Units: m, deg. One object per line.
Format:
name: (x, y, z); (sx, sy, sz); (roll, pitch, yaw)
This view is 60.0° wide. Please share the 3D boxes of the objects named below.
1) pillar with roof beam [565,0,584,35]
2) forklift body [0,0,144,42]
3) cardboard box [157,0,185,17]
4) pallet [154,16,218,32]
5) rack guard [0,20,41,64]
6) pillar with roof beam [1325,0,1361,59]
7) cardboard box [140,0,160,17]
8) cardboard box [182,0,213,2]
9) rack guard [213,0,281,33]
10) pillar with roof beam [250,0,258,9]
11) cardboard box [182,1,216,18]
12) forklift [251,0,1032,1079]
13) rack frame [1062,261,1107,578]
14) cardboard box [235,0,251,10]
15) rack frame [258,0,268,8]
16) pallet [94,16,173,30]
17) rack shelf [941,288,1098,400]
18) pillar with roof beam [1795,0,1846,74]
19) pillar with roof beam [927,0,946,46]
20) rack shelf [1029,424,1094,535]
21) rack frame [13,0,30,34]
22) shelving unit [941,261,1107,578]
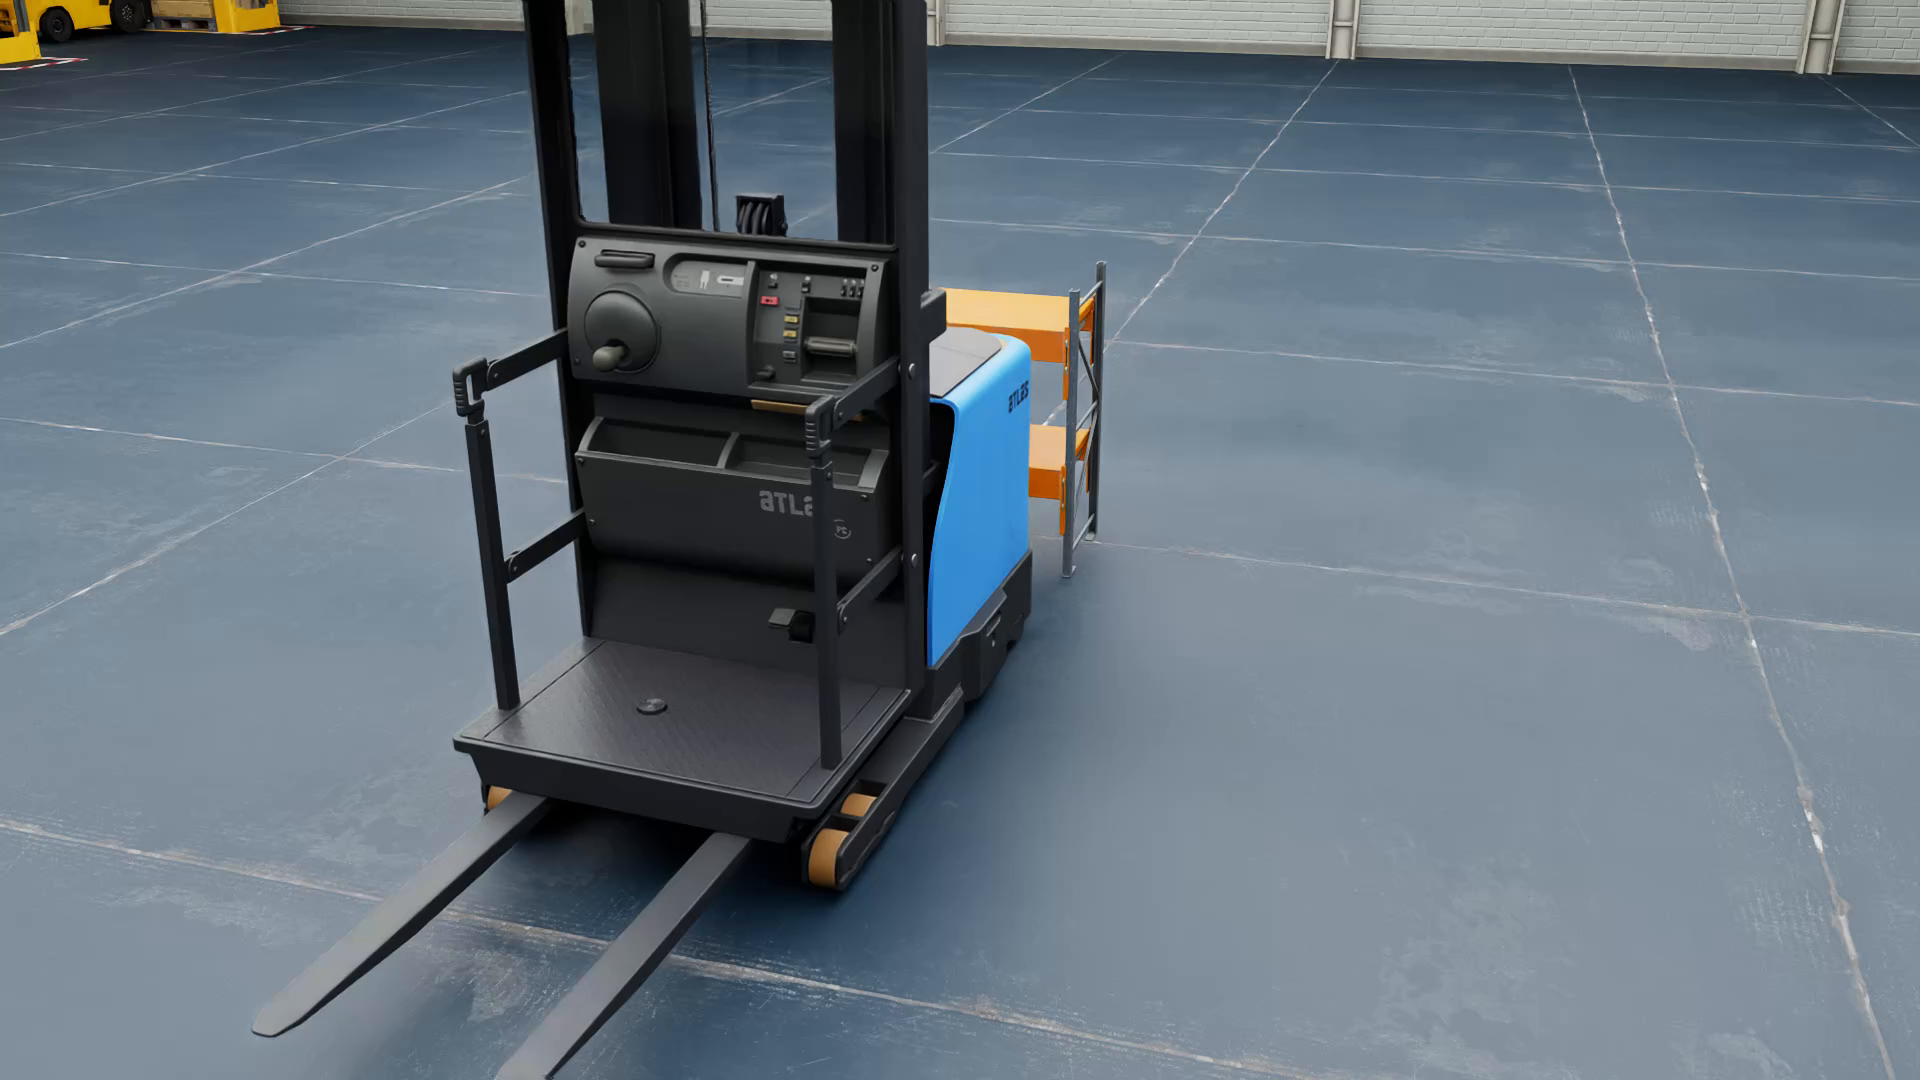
pillar with roof beam: (-7.435, -10.623, 20.810); (0.400, 9.000, 9.100); (7, 23, 16)
forklift body: (-13.872, -8.818, 25.432); (1.214, 2.155, 2.313); (7, 23, 16)
cardboard box: (-12.544, -8.582, 26.810); (0.500, 0.250, 0.500); (7, 23, 15)
pallet: (-12.274, -8.444, 27.077); (1.213, 0.211, 1.003); (7, 23, 16)
rack guard: (-13.033, -6.713, 22.478); (0.348, 0.500, 1.175); (7, 23, 16)
pillar with roof beam: (4.053, -9.307, 17.603); (0.400, 9.000, 9.100); (7, 23, 16)
cardboard box: (-13.021, -8.640, 26.951); (0.500, 0.250, 0.500); (7, 23, 16)
cardboard box: (-12.086, -8.759, 26.581); (0.500, 0.250, 0.500); (6, 23, 15)
rack guard: (-11.507, -8.506, 26.848); (0.348, 0.500, 1.175); (7, 23, 16)
pillar with roof beam: (-13.180, -11.281, 22.413); (0.400, 9.000, 9.100); (7, 23, 16)
cardboard box: (-12.071, -8.524, 26.668); (0.500, 0.250, 0.500); (7, 23, 16)
forklift: (-0.716, -0.588, 4.341); (1.130, 2.935, 3.031); (8, 24, 18)
rack frame: (0.480, -0.465, 6.422); (0.032, 1.125, 0.500); (7, 23, 16)
cardboard box: (-11.944, -8.712, 27.127); (0.500, 0.250, 0.500); (7, 23, 16)
rack frame: (-11.530, -9.665, 26.381); (0.127, 3.000, 1.000); (7, 23, 16)
pallet: (-13.438, -8.578, 27.405); (1.213, 0.211, 1.003); (7, 23, 15)
rack shelf: (-0.006, -0.792, 6.447); (1.000, 0.278, 0.538); (7, 23, 16)
pillar with roof beam: (9.797, -8.650, 15.999); (0.400, 9.000, 9.100); (7, 23, 16)
pillar with roof beam: (-1.691, -9.965, 19.206); (0.400, 9.000, 9.100); (7, 23, 16)
rack shelf: (-0.006, -0.295, 6.651); (1.000, 0.278, 0.538); (7, 23, 16)
rack frame: (-12.960, -7.862, 21.983); (0.127, 3.000, 1.000); (7, 23, 16)
shelving unit: (-0.006, -0.521, 6.558); (1.048, 1.125, 0.538); (7, 23, 16)
